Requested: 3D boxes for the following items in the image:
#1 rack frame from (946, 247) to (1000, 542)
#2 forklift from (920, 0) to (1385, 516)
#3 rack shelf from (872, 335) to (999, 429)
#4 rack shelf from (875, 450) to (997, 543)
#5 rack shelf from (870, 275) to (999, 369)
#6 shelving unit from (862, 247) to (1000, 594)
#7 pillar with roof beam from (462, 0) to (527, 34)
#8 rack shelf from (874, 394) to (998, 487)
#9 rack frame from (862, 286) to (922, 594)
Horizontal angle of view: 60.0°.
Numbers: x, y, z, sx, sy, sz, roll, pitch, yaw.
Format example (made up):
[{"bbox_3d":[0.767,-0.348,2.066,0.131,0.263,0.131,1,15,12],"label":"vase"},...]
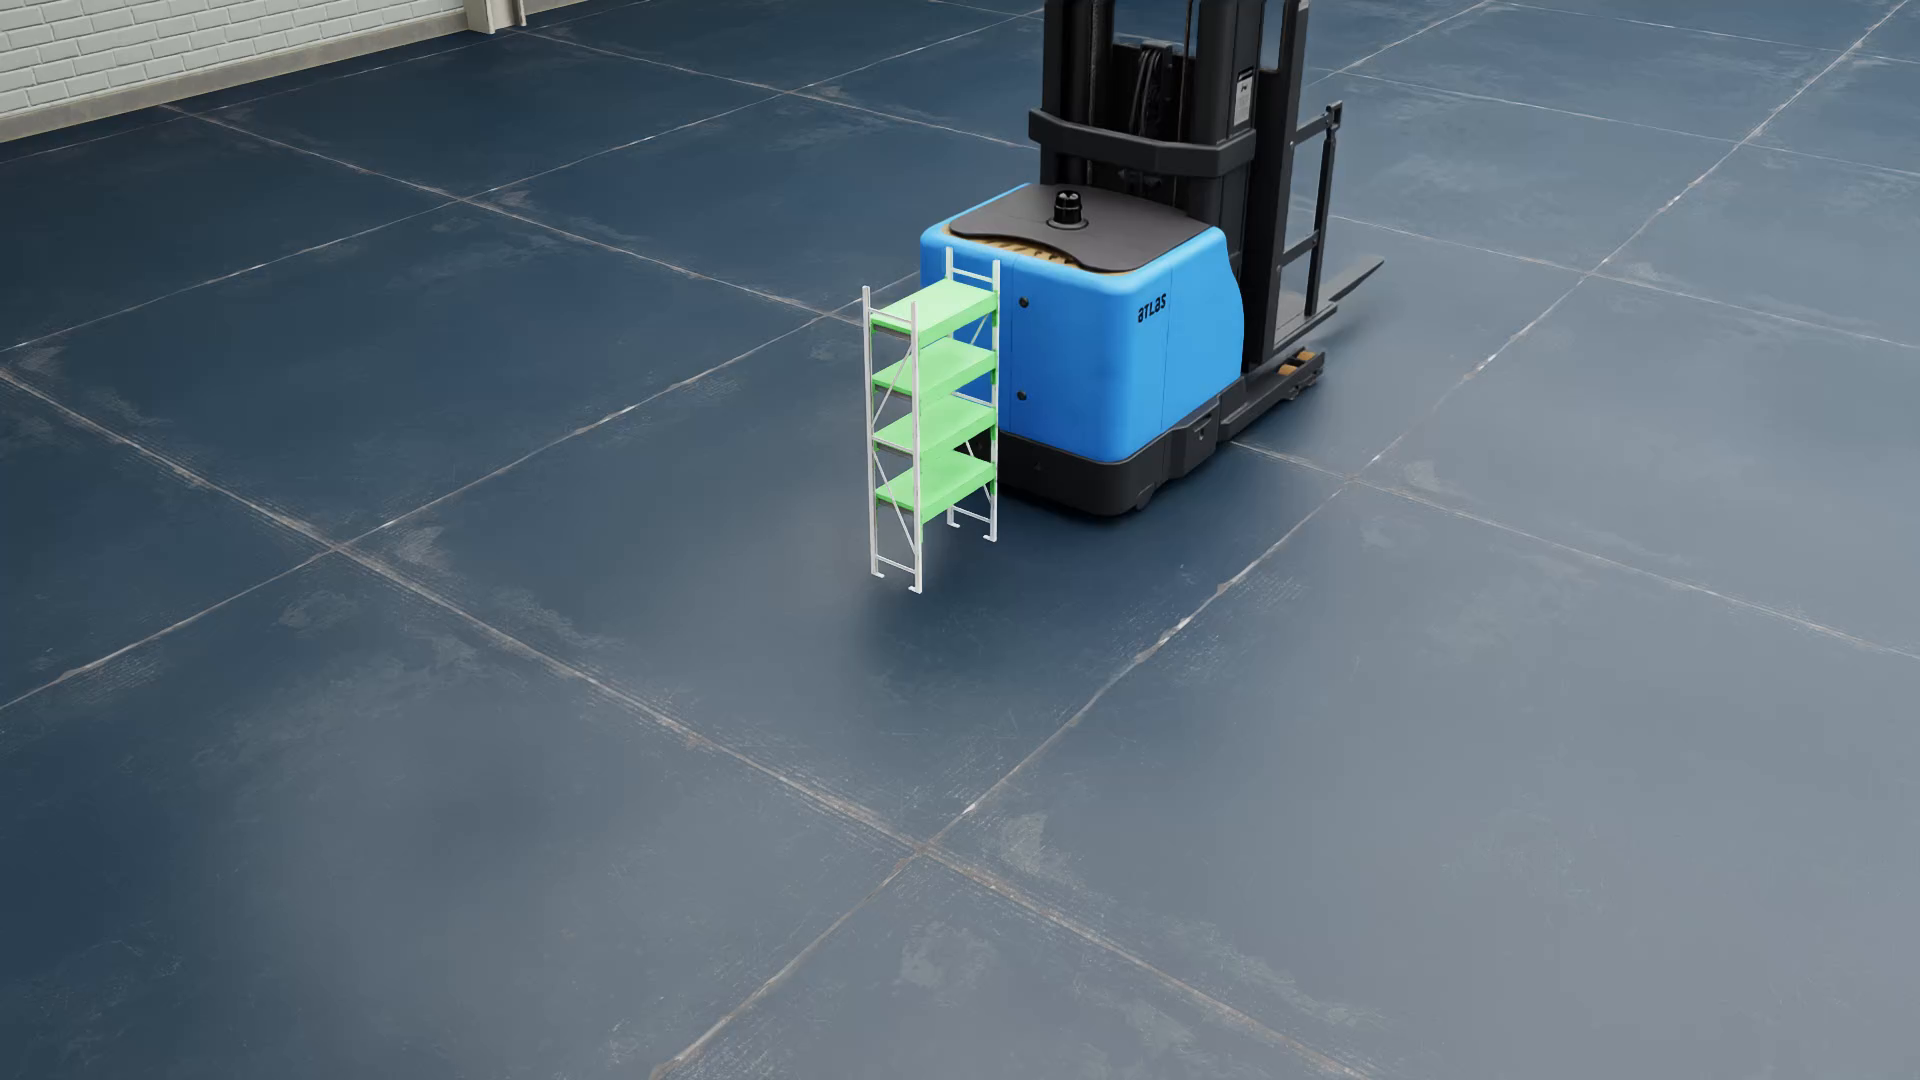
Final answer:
[{"bbox_3d":[0.047,-0.548,6.498,0.240,1.200,0.015,21,37,31],"label":"rack frame"},{"bbox_3d":[1.097,-2.055,7.343,1.130,2.935,3.031,21,36,31],"label":"forklift"},{"bbox_3d":[-0.100,-0.600,6.241,0.258,0.148,0.480,21,37,31],"label":"rack shelf"},{"bbox_3d":[-0.100,-0.187,6.486,0.258,0.148,0.480,21,37,31],"label":"rack shelf"},{"bbox_3d":[-0.100,-0.807,6.118,0.258,0.148,0.480,21,37,31],"label":"rack shelf"},{"bbox_3d":[-0.100,-0.449,6.331,0.258,1.200,0.503,21,37,31],"label":"shelving unit"},{"bbox_3d":[-0.492,-6.894,9.556,9.100,9.000,0.400,21,37,31],"label":"pillar with roof beam"},{"bbox_3d":[-0.100,-0.394,6.363,0.258,0.148,0.480,21,37,31],"label":"rack shelf"},{"bbox_3d":[-0.247,-0.350,6.163,0.240,1.200,0.015,21,37,31],"label":"rack frame"}]
